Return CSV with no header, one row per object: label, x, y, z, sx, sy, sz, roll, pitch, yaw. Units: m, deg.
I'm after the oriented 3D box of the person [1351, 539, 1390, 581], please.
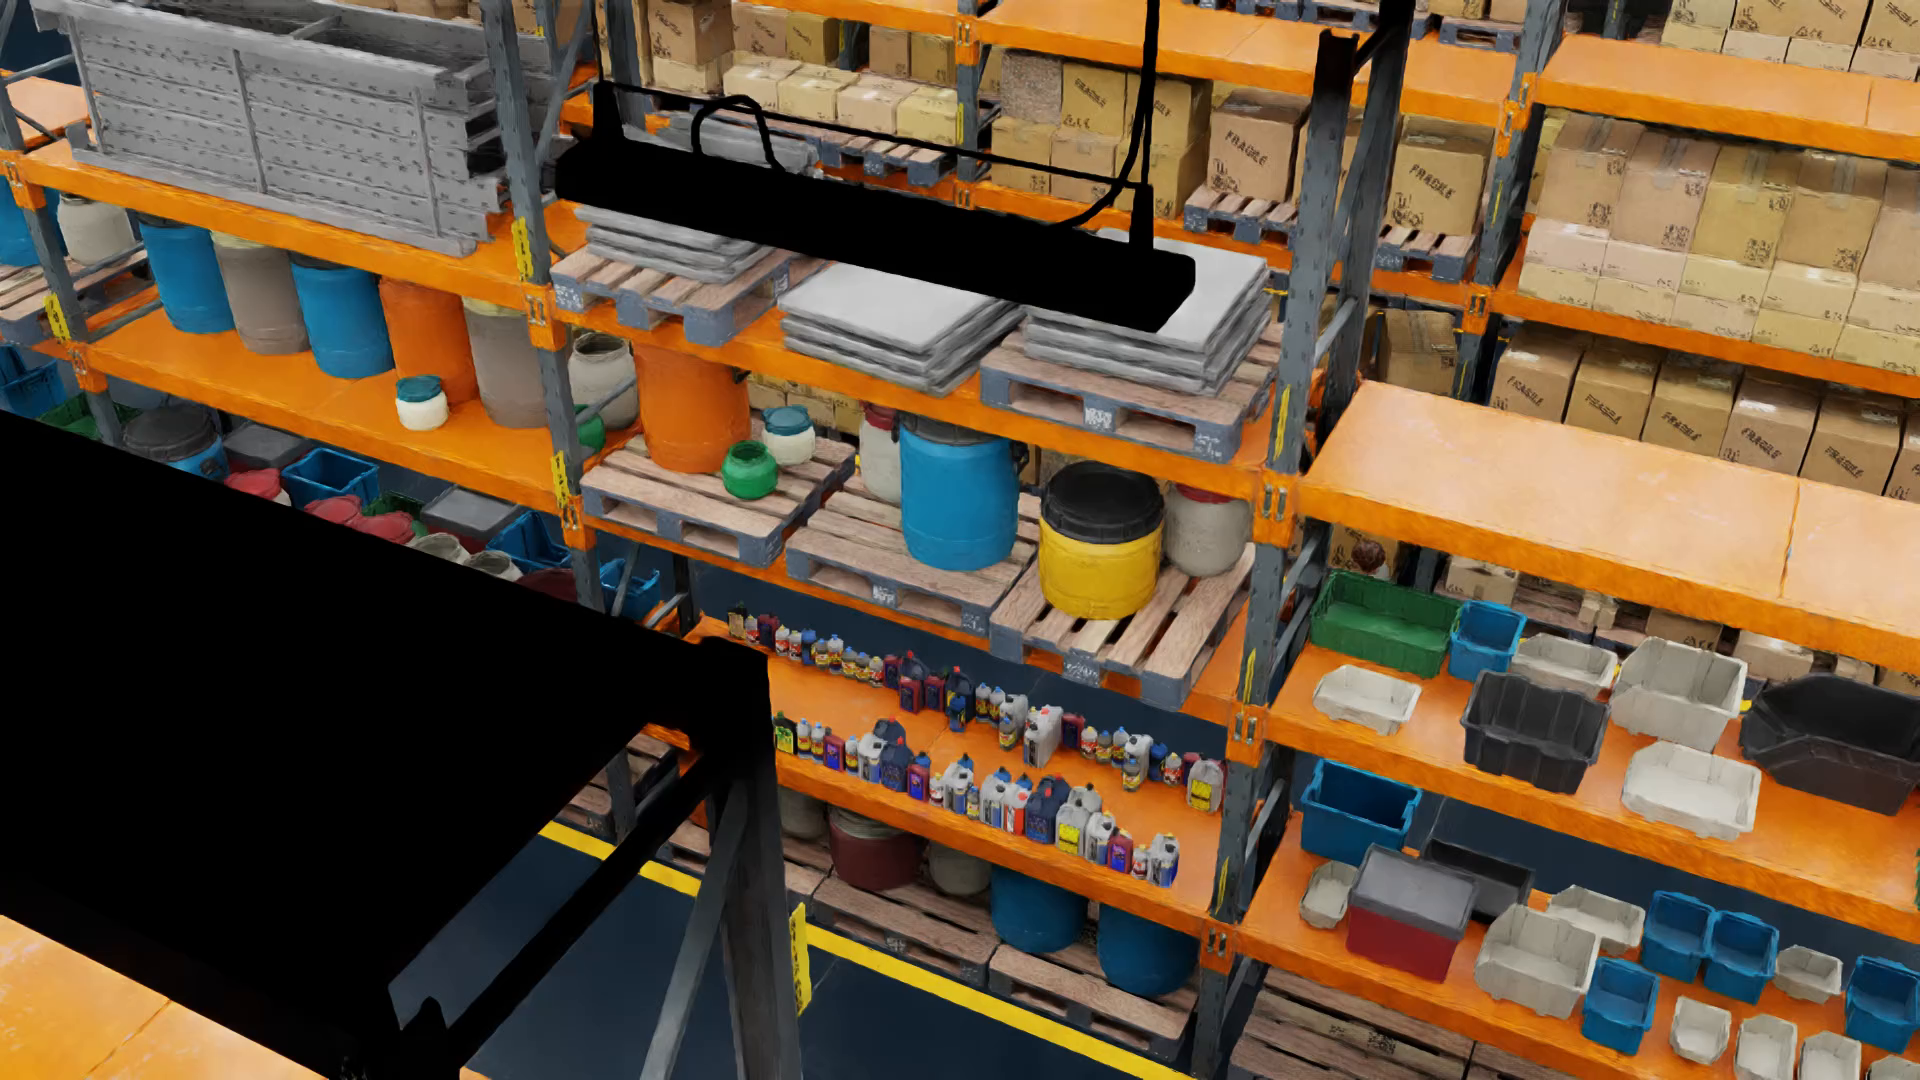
person,2.827,0.656,11.592,1.033,1.517,0.415,15,38,20
